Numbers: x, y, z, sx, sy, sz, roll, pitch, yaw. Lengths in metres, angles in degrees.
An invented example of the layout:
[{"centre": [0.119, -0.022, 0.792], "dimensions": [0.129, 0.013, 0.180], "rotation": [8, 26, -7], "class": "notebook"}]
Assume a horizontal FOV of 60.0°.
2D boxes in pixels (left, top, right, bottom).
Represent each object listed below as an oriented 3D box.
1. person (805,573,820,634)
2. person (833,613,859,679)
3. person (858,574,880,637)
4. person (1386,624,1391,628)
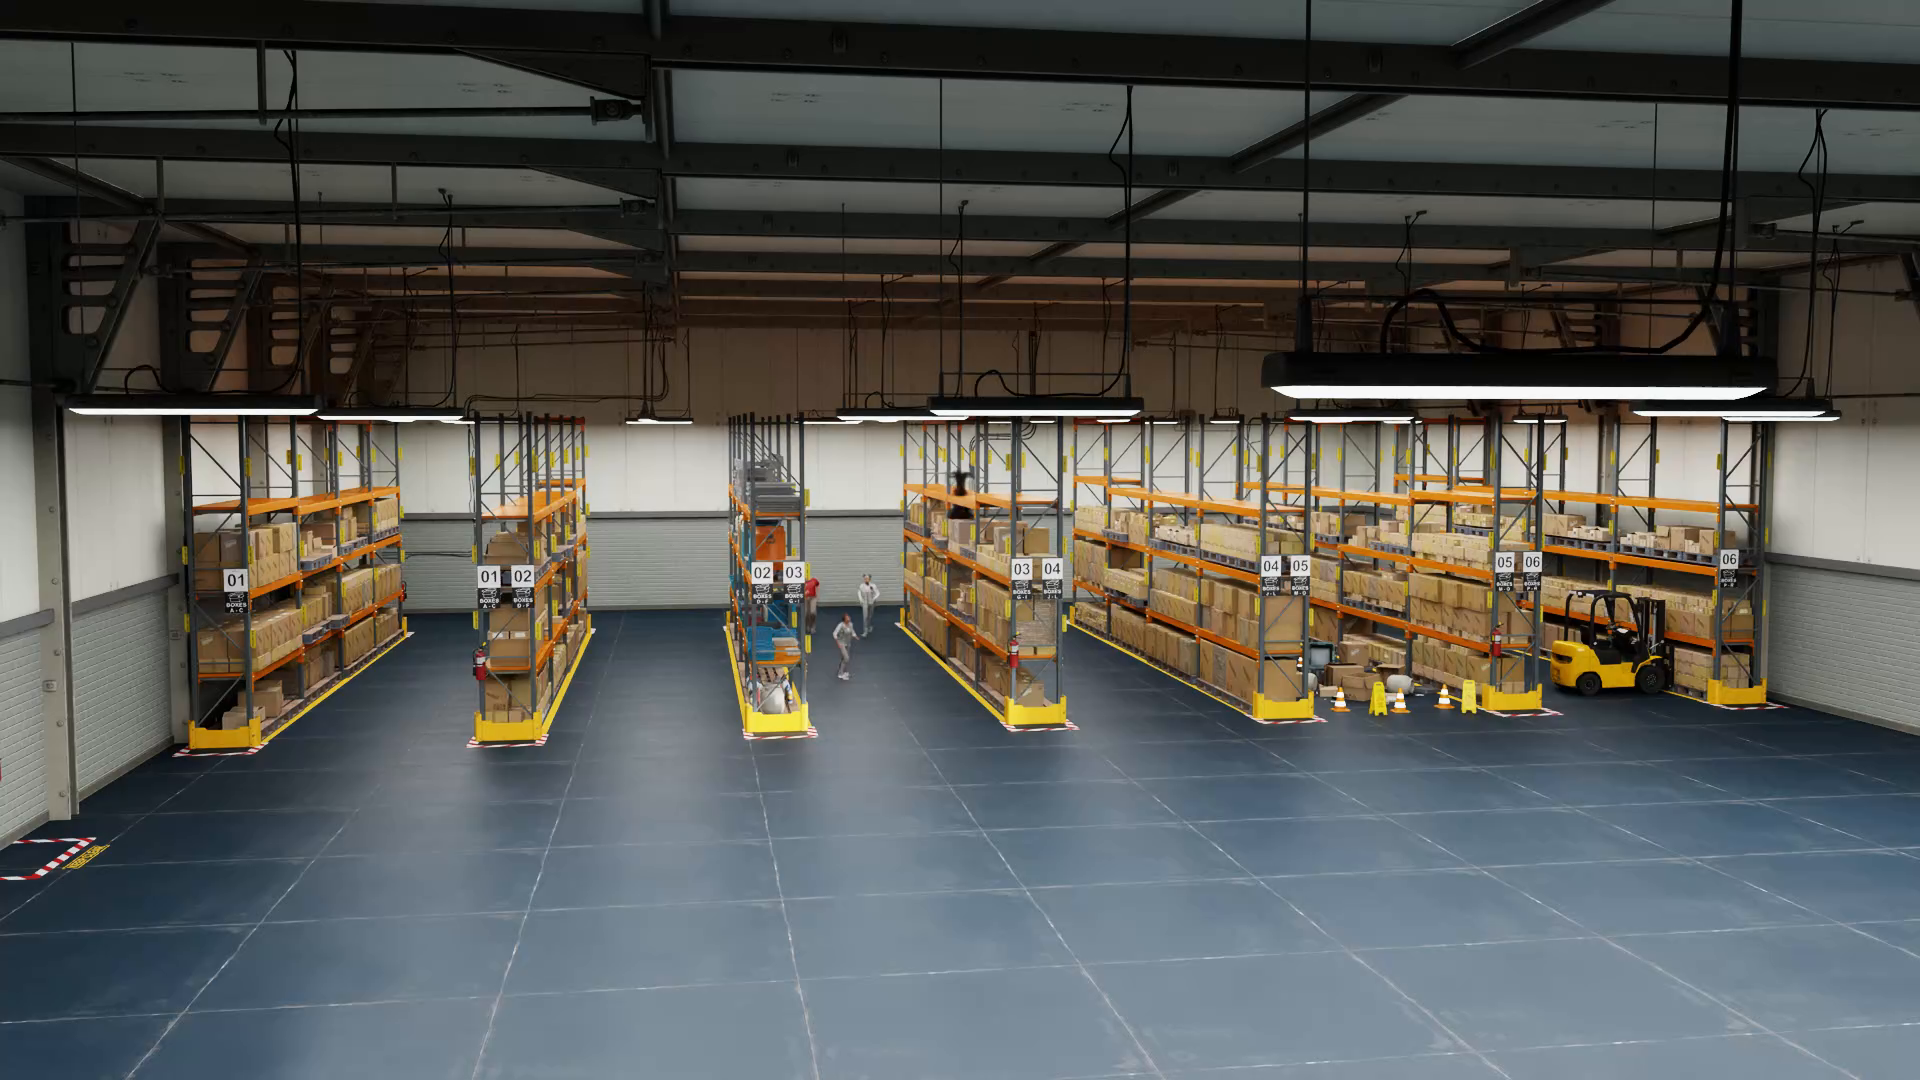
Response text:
[{"centre": [-4.213, 1.725, 46.279], "dimensions": [0.643, 1.781, 0.737], "rotation": [0, 4, -5], "class": "person"}, {"centre": [-2.598, 2.404, 37.863], "dimensions": [0.753, 1.540, 0.576], "rotation": [3, 5, 34], "class": "person"}, {"centre": [-2.519, 1.776, 45.734], "dimensions": [0.584, 1.735, 0.785], "rotation": [0, 4, 2], "class": "person"}, {"centre": [11.784, 1.619, 46.911], "dimensions": [0.643, 1.750, 1.088], "rotation": [-3, 5, -34], "class": "person"}]
